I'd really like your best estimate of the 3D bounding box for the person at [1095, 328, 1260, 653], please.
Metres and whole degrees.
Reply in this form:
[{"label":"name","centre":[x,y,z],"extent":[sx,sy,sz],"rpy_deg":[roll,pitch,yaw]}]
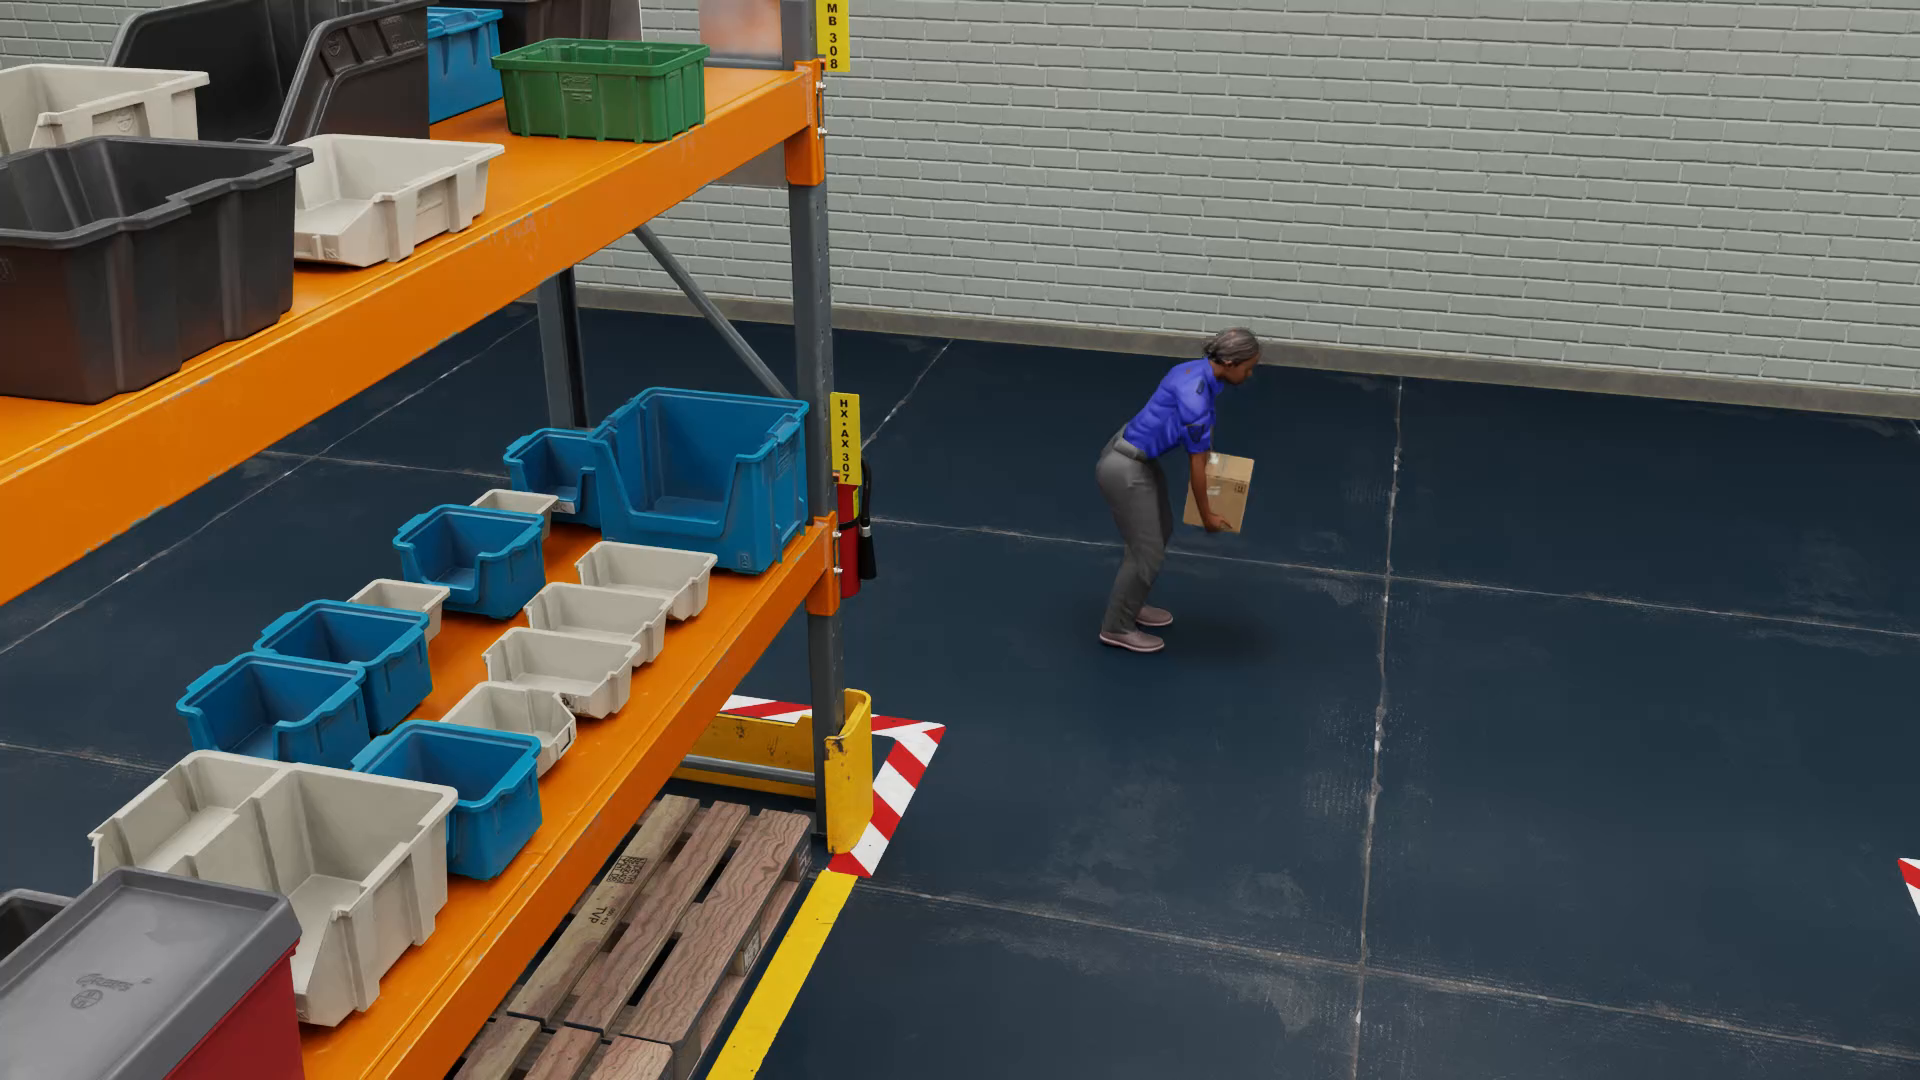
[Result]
[{"label":"person","centre":[0.933,-0.228,7.302],"extent":[0.662,1.488,0.413],"rpy_deg":[6,26,12]}]
